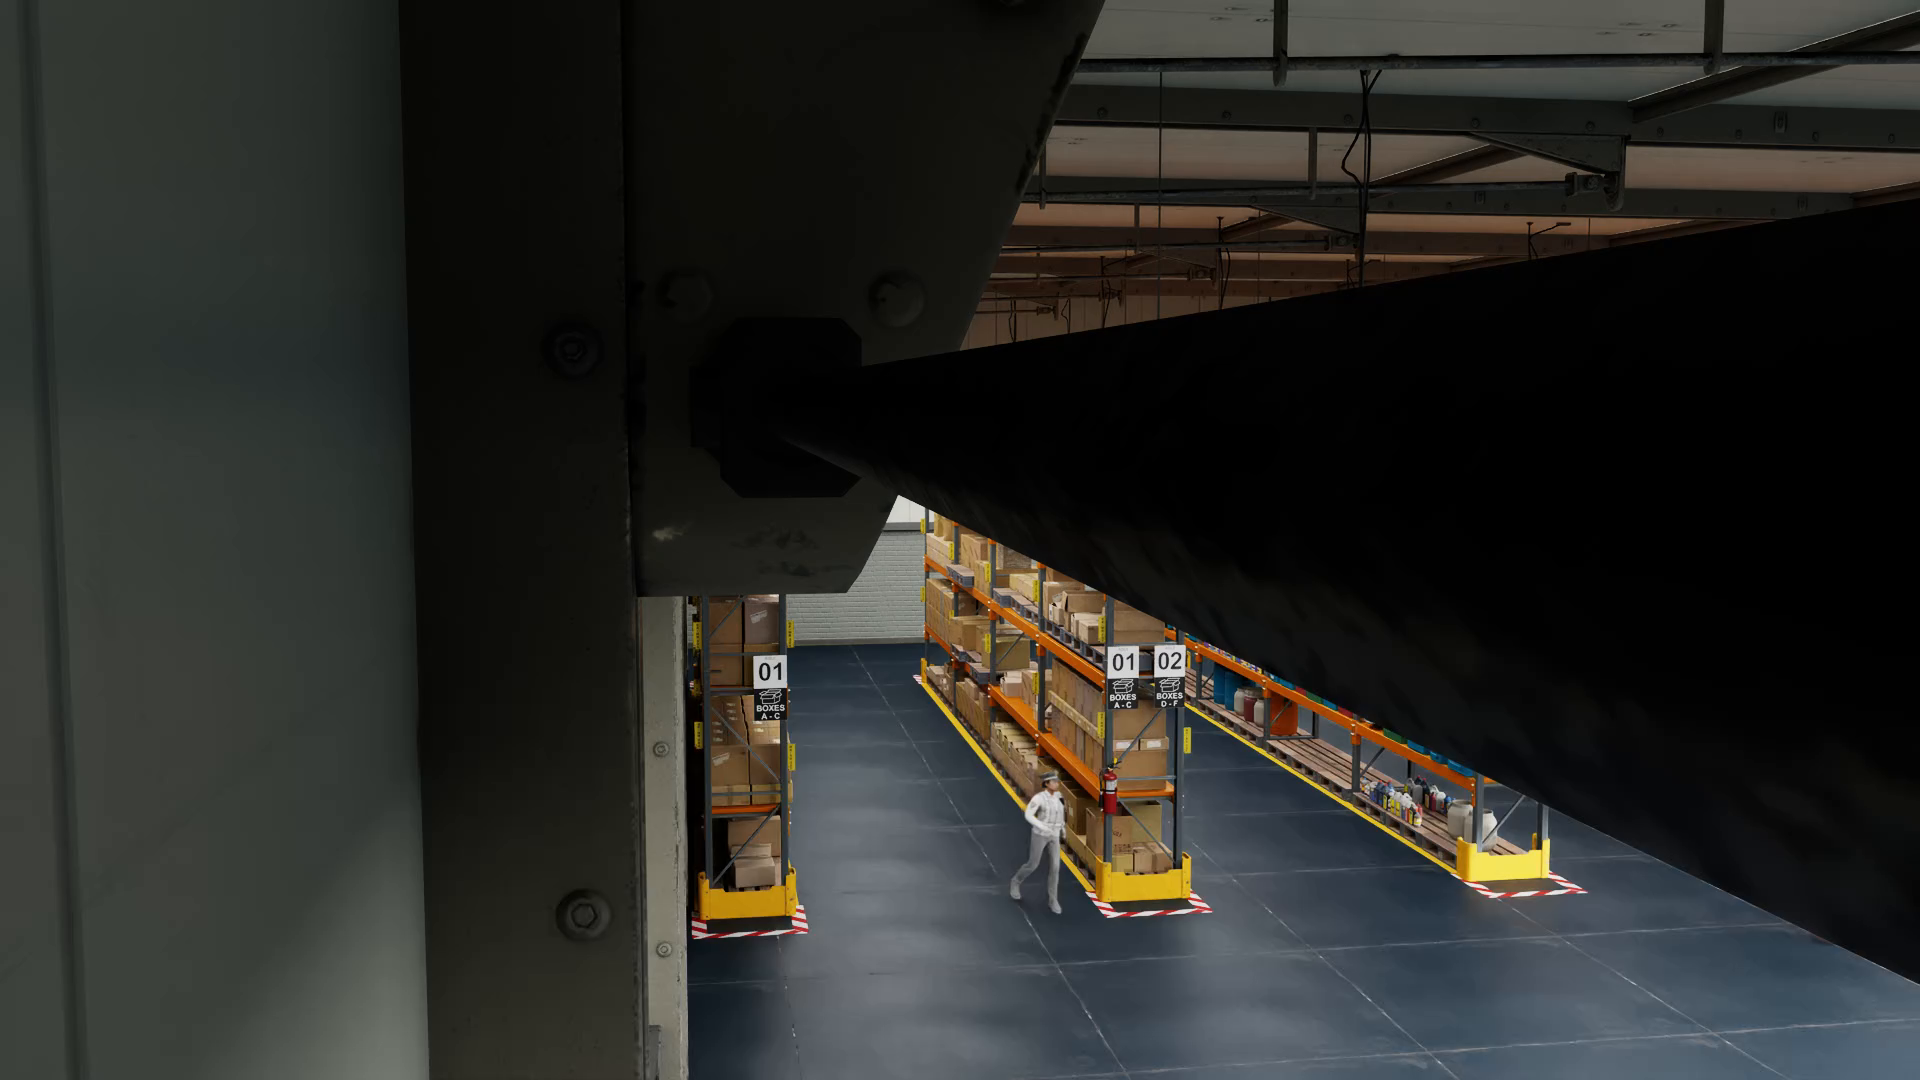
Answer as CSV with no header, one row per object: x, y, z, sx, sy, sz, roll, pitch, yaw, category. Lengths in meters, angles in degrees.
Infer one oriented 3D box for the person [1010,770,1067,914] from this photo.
1.093,3.677,20.580,0.674,1.673,0.920,-3,6,-31,person
